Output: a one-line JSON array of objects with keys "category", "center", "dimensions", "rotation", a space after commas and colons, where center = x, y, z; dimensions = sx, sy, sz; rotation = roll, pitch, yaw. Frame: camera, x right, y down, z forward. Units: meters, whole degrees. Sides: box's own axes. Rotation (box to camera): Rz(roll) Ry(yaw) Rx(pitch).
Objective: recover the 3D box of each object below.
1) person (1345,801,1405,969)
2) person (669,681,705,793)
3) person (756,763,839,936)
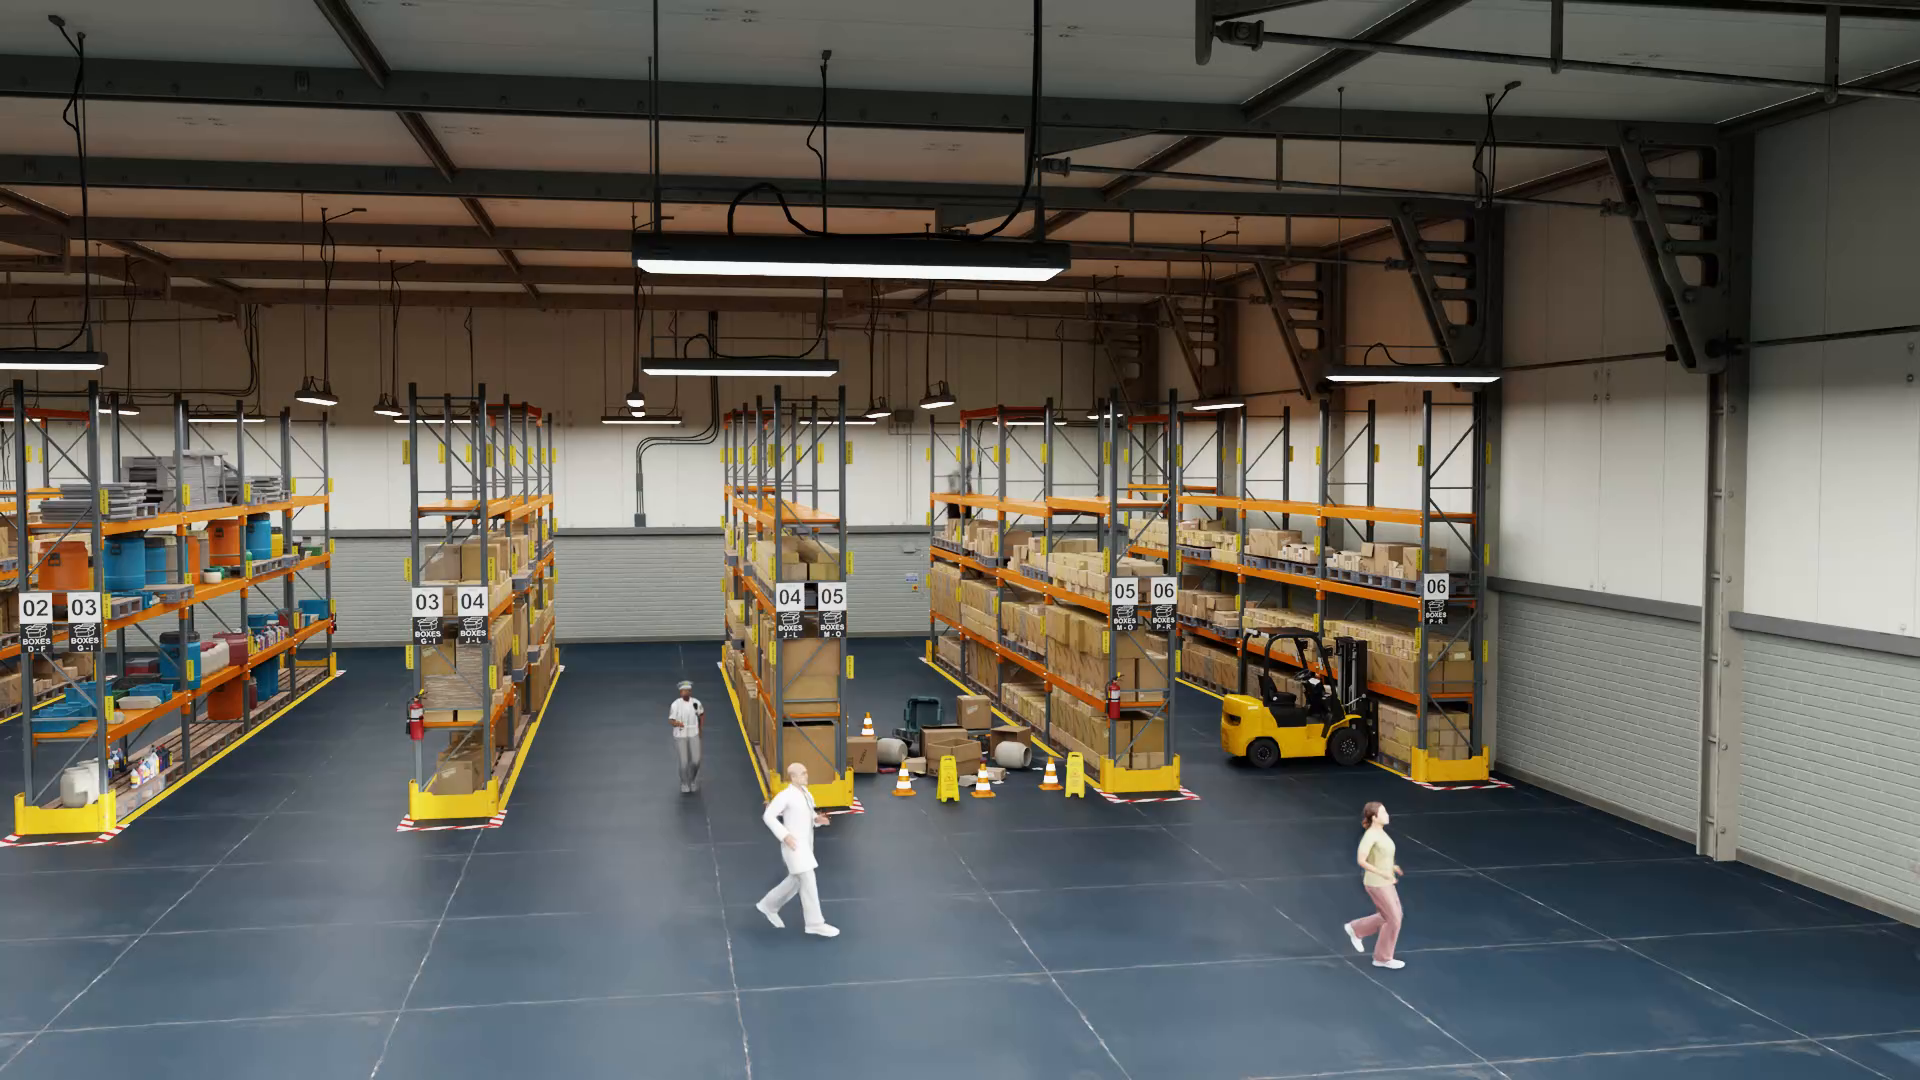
[{"category": "person", "center": [4.055, 3.361, 16.285], "dimensions": [0.609, 1.619, 0.580], "rotation": [2, 3, 28]}, {"category": "person", "center": [-4.014, 2.916, 24.583], "dimensions": [0.561, 1.681, 0.599], "rotation": [-1, 3, -16]}, {"category": "person", "center": [-1.699, 3.205, 17.352], "dimensions": [0.961, 1.768, 0.715], "rotation": [1, 3, 15]}]
